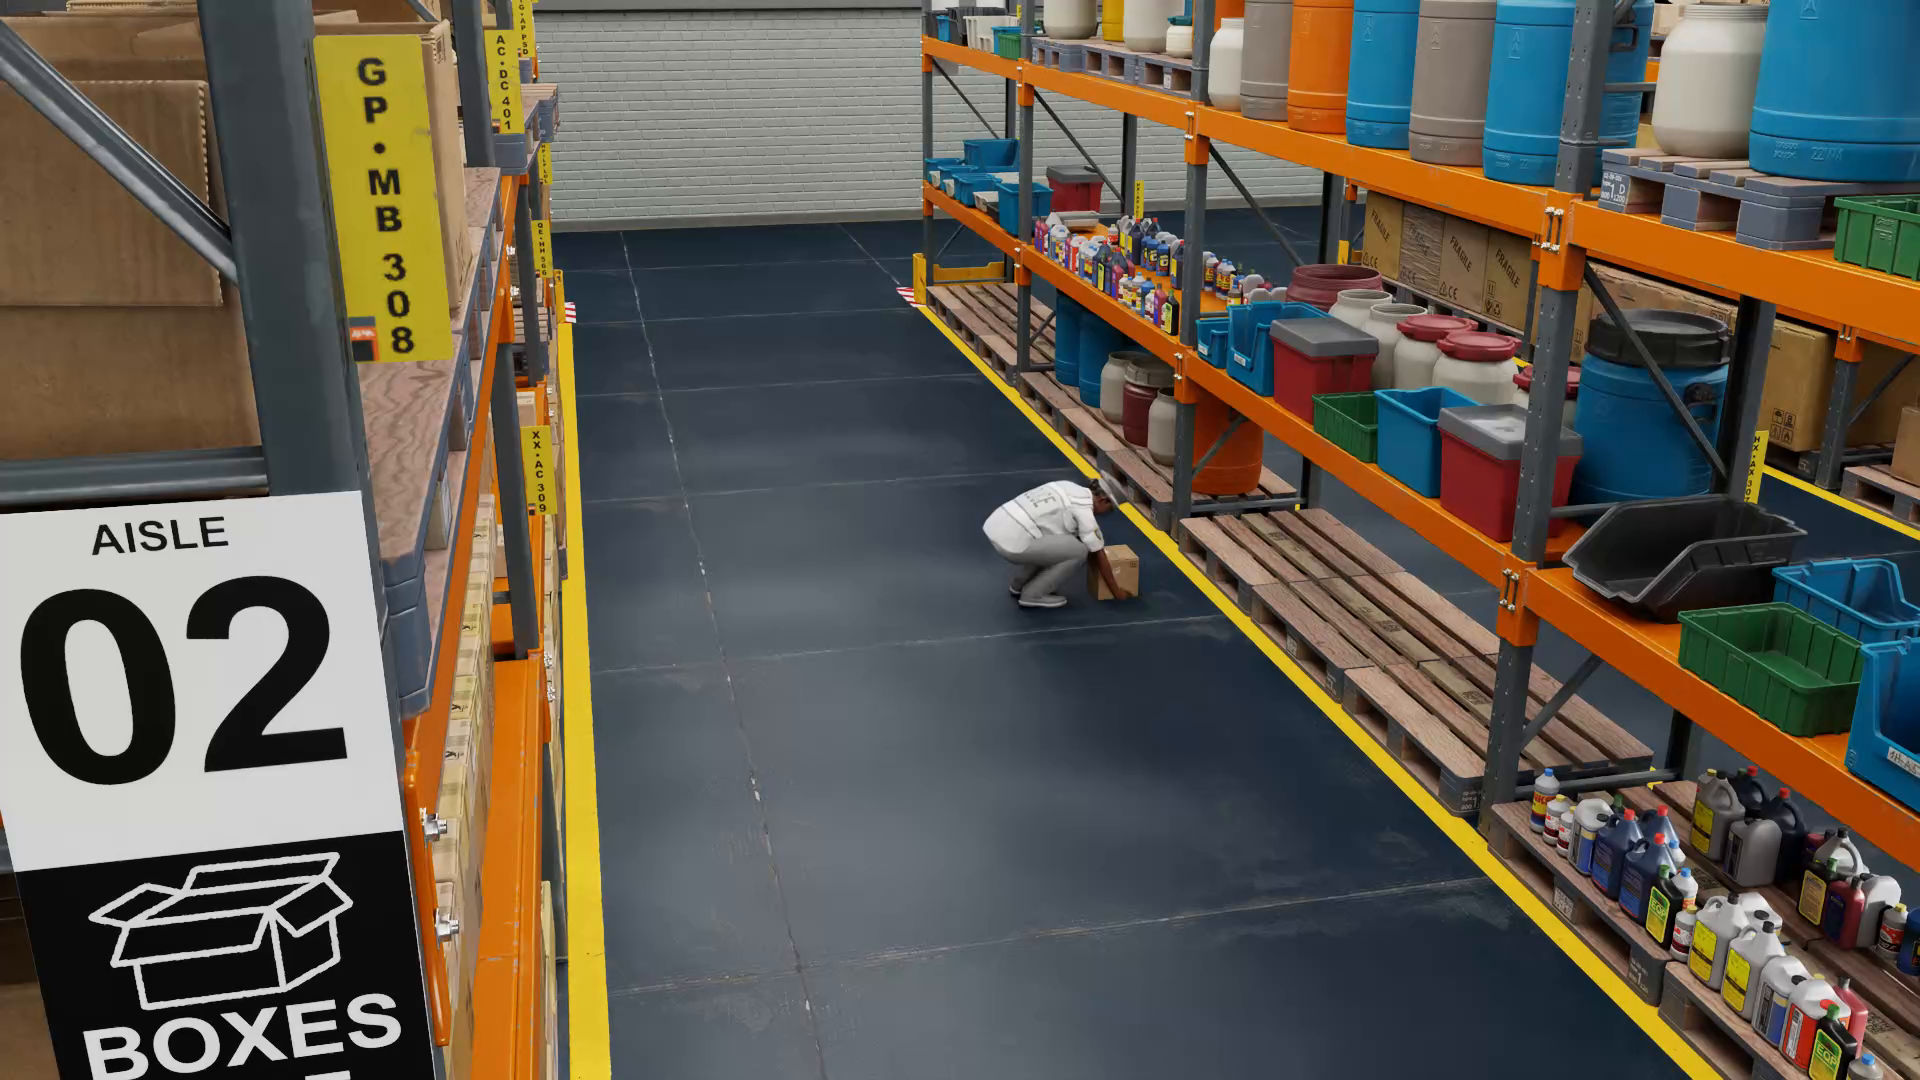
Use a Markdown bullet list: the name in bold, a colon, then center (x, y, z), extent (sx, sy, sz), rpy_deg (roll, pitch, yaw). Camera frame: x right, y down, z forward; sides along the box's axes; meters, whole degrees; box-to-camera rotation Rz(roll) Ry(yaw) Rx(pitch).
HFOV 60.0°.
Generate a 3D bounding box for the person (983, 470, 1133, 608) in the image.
- **person**: center (0.588, 0.017, 9.955), extent (0.906, 0.817, 0.451), rpy_deg (-5, 20, -13)
